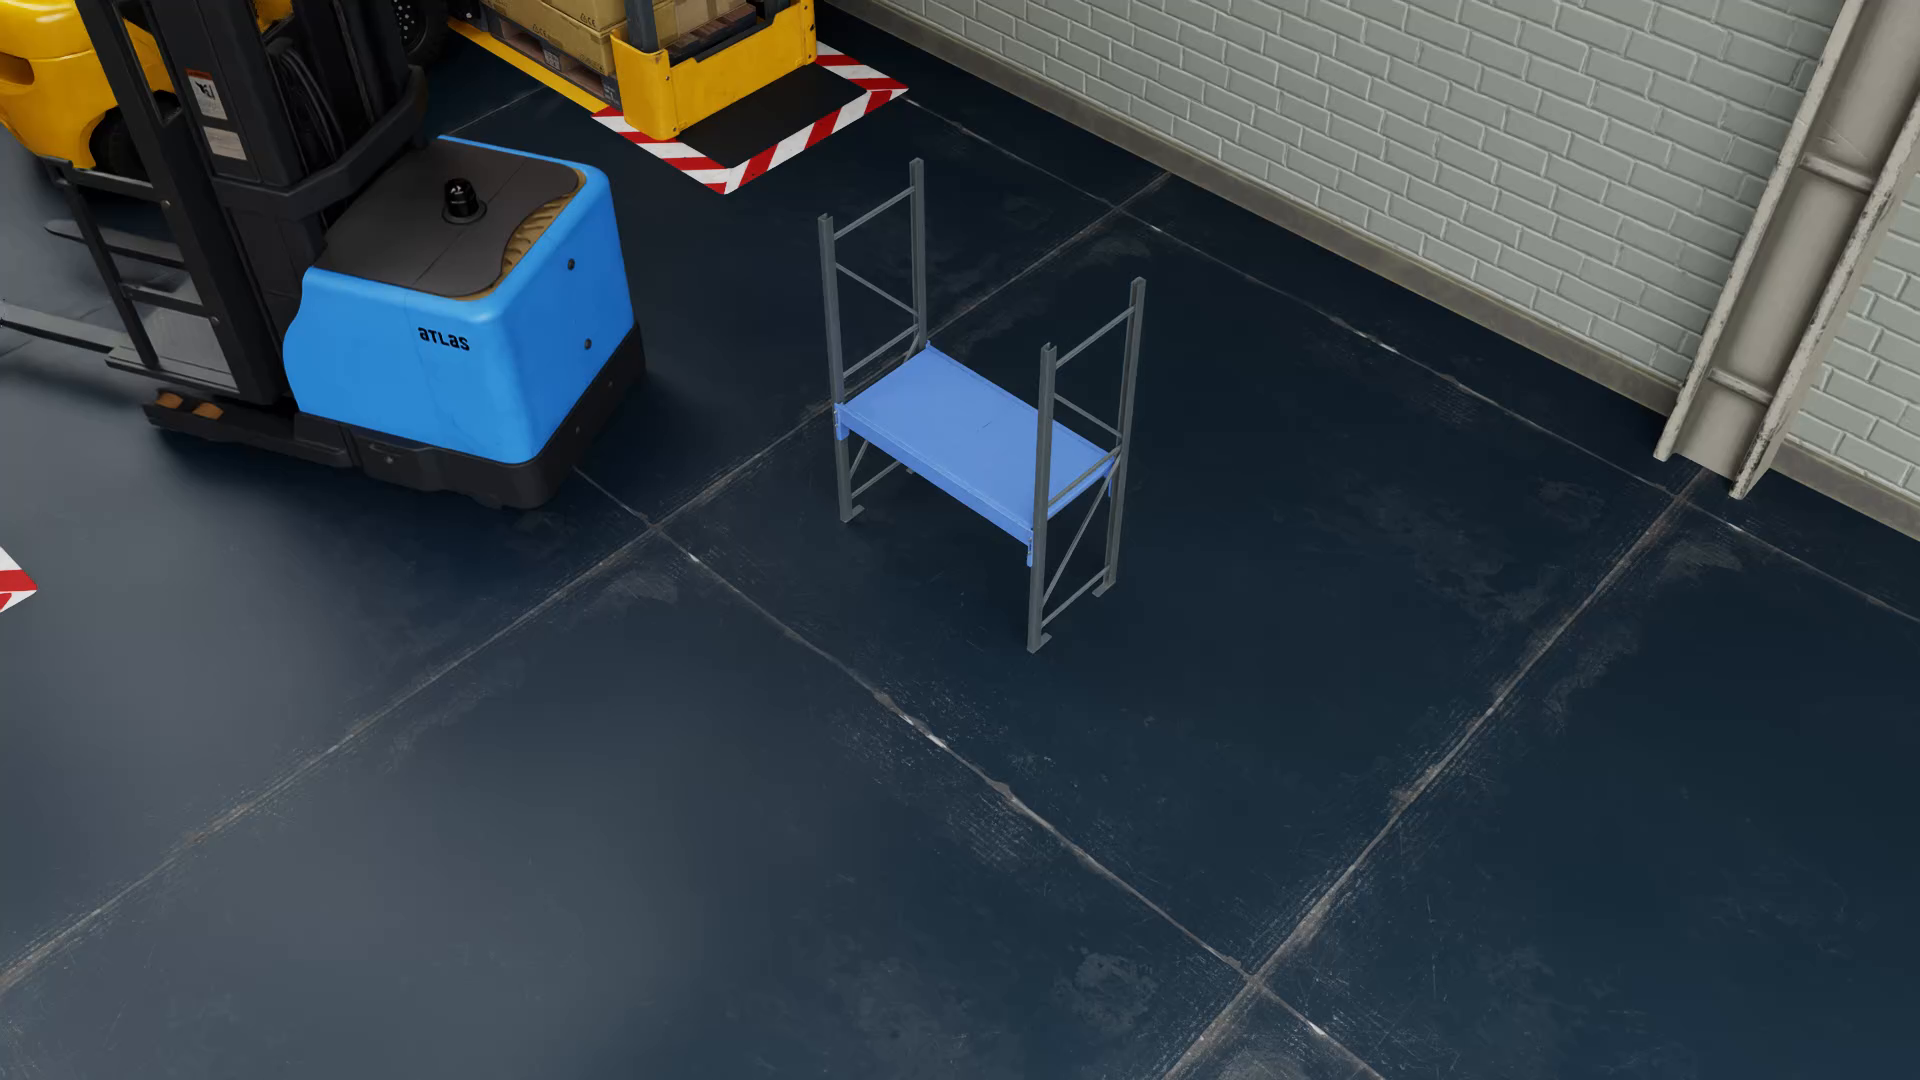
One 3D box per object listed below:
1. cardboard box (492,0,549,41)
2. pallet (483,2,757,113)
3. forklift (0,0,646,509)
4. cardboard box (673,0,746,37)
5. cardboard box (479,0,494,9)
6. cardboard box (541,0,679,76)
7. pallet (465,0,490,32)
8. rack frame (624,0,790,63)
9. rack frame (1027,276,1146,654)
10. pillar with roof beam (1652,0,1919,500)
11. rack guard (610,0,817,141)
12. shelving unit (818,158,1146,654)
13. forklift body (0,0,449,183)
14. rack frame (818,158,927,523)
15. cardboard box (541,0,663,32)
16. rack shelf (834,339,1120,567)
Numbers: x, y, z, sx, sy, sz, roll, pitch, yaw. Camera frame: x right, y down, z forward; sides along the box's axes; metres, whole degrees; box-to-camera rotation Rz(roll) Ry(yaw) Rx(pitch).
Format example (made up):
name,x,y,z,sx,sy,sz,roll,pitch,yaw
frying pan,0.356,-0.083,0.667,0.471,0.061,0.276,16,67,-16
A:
name,x,y,z,sx,sy,sz,roll,pitch,yaw
cardboard box,-2.228,-3.026,9.132,0.500,0.250,0.500,34,55,28
pallet,-1.900,-2.911,9.338,1.213,0.211,1.003,34,55,28
forklift,-2.971,-1.778,6.409,3.031,2.935,1.130,14,48,13
cardboard box,-1.538,-3.060,9.164,0.500,0.250,0.500,34,56,28
cardboard box,-2.590,-3.279,9.369,0.500,0.250,0.500,35,56,28
cardboard box,-1.869,-2.775,8.896,0.500,0.250,0.500,34,56,28
pallet,-2.792,-3.514,9.905,1.213,0.211,1.003,34,55,28
rack frame,-1.310,-3.510,7.988,0.127,3.000,1.000,34,55,28
rack frame,0.436,-0.220,5.928,0.032,1.500,0.500,34,55,28
pillar with roof beam,0.279,-1.117,1.627,0.400,9.000,9.100,34,55,28
rack guard,-1.292,-2.642,8.888,0.348,0.500,1.175,34,55,28
shelving unit,0.063,-0.471,6.164,1.048,1.500,0.538,34,55,28
forklift body,-3.940,-3.180,8.260,1.214,2.155,2.313,34,55,28
rack frame,-0.311,-0.723,6.400,0.032,1.500,0.500,34,55,28
cardboard box,-1.879,-2.957,8.724,0.500,0.250,0.500,33,55,27
rack shelf,0.063,-0.348,6.295,1.000,0.185,0.538,34,55,28
